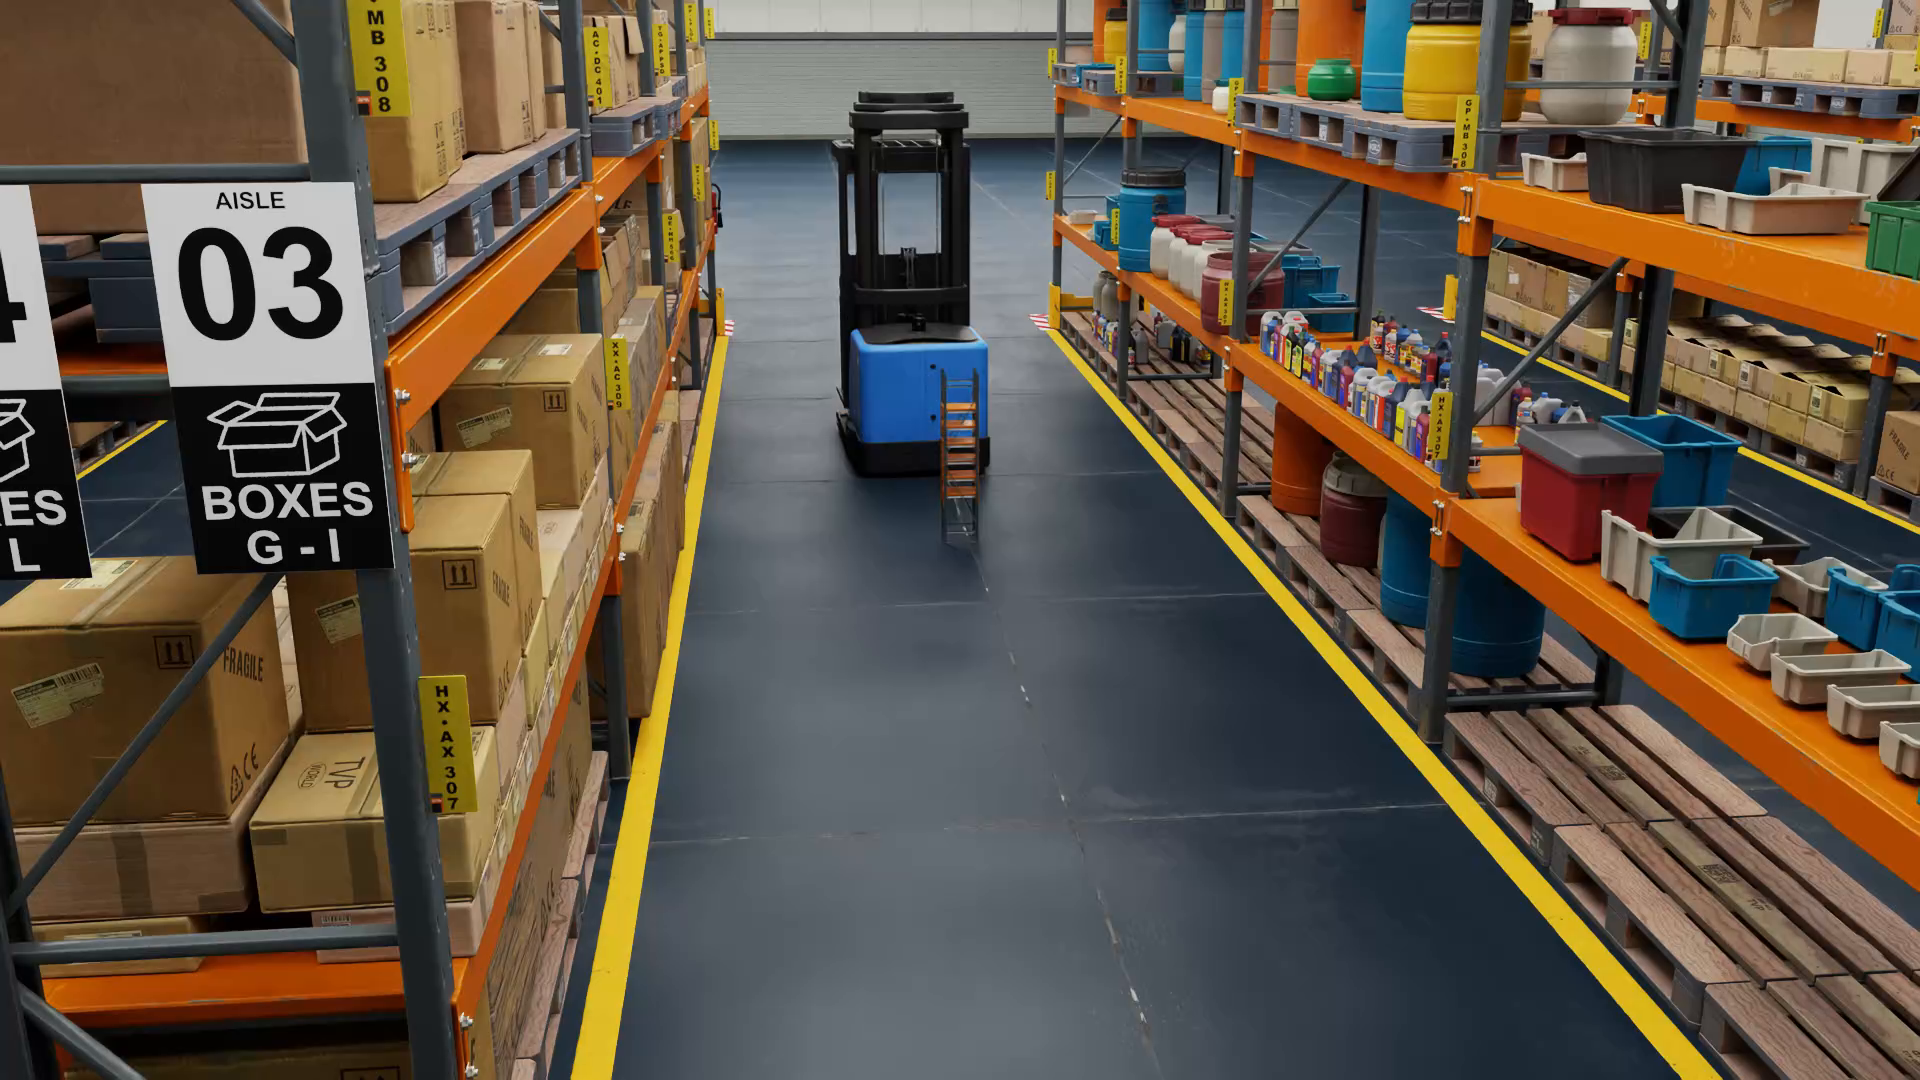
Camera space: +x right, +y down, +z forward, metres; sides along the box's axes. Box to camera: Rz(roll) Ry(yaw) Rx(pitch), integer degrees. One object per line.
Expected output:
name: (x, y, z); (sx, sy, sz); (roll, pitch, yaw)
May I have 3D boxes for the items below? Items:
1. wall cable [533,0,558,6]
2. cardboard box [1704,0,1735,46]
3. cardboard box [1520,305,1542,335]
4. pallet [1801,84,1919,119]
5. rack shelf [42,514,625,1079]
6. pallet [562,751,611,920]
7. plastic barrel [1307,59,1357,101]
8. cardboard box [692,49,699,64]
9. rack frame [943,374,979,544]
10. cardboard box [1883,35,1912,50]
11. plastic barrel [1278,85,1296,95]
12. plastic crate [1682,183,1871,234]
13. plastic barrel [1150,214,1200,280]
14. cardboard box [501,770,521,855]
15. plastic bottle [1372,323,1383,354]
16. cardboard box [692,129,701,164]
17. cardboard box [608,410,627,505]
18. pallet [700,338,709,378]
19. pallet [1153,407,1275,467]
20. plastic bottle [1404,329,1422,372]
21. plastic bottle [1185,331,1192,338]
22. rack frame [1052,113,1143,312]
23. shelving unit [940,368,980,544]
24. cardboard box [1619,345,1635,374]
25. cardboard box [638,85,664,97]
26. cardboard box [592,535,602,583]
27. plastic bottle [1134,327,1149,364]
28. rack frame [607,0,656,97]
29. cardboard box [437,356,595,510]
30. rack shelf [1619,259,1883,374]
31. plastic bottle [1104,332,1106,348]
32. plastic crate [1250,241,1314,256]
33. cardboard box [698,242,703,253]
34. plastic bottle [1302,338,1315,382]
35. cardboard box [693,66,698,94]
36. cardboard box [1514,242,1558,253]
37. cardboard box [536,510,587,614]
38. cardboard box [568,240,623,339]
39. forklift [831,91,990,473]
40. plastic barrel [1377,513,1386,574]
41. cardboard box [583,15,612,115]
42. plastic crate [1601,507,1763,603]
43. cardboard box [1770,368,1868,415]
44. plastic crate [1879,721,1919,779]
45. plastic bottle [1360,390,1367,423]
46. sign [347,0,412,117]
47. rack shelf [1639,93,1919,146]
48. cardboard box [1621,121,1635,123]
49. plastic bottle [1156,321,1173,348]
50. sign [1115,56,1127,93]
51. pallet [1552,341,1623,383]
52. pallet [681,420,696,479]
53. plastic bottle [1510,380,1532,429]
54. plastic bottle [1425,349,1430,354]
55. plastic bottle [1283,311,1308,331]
wall cable: (-11.584, -17.784, 47.622); (2.305, 6.003, 0.169); (-2, 18, -6)
cardboard box: (6.964, -4.696, 14.916); (0.500, 0.500, 0.500); (-2, 17, -5)
cardboard box: (6.514, -2.430, 18.297); (0.500, 0.250, 0.500); (-2, 18, -6)
pallet: (7.193, -3.312, 12.525); (1.213, 0.211, 1.003); (-1, 17, -3)
rack shelf: (-1.883, 0.665, 5.753); (1.077, 0.370, 4.000); (-2, 18, -6)
pallet: (-2.089, 1.285, 7.232); (1.003, 0.211, 1.213); (-2, 18, -6)
plastic barrel: (2.305, -2.854, 10.310); (0.294, 0.245, 0.294); (0, 17, 0)
cardboard box: (-2.861, -4.939, 16.977); (0.380, 0.149, 0.250); (-3, 18, -8)
rack frame: (0.008, -0.550, 11.424); (0.240, 1.200, 0.006); (-2, 18, -6)
cardboard box: (11.240, -5.690, 19.585); (0.500, 0.500, 0.500); (-1, 17, -4)
plastic barrel: (2.348, -3.048, 11.630); (0.294, 0.245, 0.294); (0, 17, 0)
plastic crate: (2.790, -1.149, 5.762); (0.437, 0.136, 0.530); (-2, 18, -6)
plastic barrel: (1.893, -2.584, 14.673); (0.433, 0.535, 0.433); (0, 17, 0)
cardboard box: (-1.440, 0.768, 4.641); (0.380, 0.149, 0.250); (-2, 18, -7)
plastic bottle: (2.884, -1.382, 11.403); (0.097, 0.201, 0.097); (0, 17, 0)
cardboard box: (-2.812, -3.764, 16.327); (0.500, 0.500, 0.500); (-2, 18, -6)
cardboard box: (-1.888, -0.467, 7.990); (0.500, 0.500, 0.500); (-2, 18, -5)
pallet: (-3.148, -1.891, 17.347); (1.003, 0.211, 1.213); (-2, 18, -6)
pallet: (2.261, -0.883, 14.139); (1.003, 0.211, 1.213); (-2, 18, -6)
plastic bottle: (2.948, -1.231, 10.804); (0.097, 0.271, 0.097); (0, 17, 0)
plastic bottle: (2.342, -2.010, 16.761); (0.144, 0.351, 0.185); (-1, 17, -4)
rack frame: (1.600, -4.003, 19.419); (1.000, 3.000, 0.127); (-2, 18, -6)
shelving unit: (-0.002, -0.577, 11.511); (0.258, 1.200, 0.189); (-2, 18, -6)
cardboard box: (6.735, -1.724, 16.049); (0.500, 0.250, 0.500); (-2, 18, -7)
cardboard box: (-2.297, -2.974, 11.384); (0.500, 0.250, 0.500); (-1, 17, -5)
cardboard box: (-1.679, 0.079, 6.836); (0.380, 0.149, 0.250); (-2, 18, -7)
plastic bottle: (1.802, -1.944, 16.551); (0.144, 0.351, 0.185); (-2, 18, -6)
rack frame: (-2.502, -4.328, 10.441); (1.000, 3.000, 0.127); (-2, 18, -6)
cardboard box: (-1.728, -0.425, 6.523); (0.500, 0.500, 0.500); (-2, 18, -5)
rack shelf: (7.146, -2.024, 14.317); (1.077, 0.370, 4.000); (-2, 18, -6)
plastic bottle: (1.554, -2.105, 17.312); (0.097, 0.201, 0.097); (0, 17, 0)
plastic crate: (2.562, -2.141, 13.381); (0.402, 0.464, 0.583); (-2, 18, -6)
cardboard box: (-2.724, -2.910, 16.357); (0.380, 0.149, 0.250); (-2, 18, -6)
plastic bottle: (2.218, -1.137, 10.506); (0.097, 0.271, 0.097); (0, 17, 0)
cardboard box: (-2.806, -4.465, 16.135); (0.500, 0.250, 0.500); (-2, 18, -8)
cardboard box: (6.878, -3.250, 19.660); (0.500, 0.500, 0.500); (-2, 18, -6)
cardboard box: (-1.674, 0.085, 6.153); (0.500, 0.250, 0.500); (-1, 17, -5)
cardboard box: (-2.302, -1.380, 9.224); (0.797, 0.503, 0.637); (-1, 17, -4)
forklift: (-0.498, -2.329, 14.203); (1.130, 2.935, 3.031); (-3, 18, -8)
plastic barrel: (2.756, 0.015, 10.075); (0.421, 0.512, 0.421); (0, 17, 0)
cardboard box: (-2.270, -2.539, 8.875); (0.797, 0.503, 0.637); (-2, 18, -6)
plastic crate: (2.812, 0.061, 6.572); (0.437, 0.282, 0.530); (-2, 18, -6)
cardboard box: (6.993, -1.230, 13.541); (0.500, 0.311, 0.500); (-2, 18, -6)
plastic crate: (2.986, 0.624, 5.022); (0.396, 0.136, 0.243); (-2, 18, -6)
plastic bottle: (2.332, -0.773, 9.463); (0.097, 0.201, 0.097); (0, 17, 0)
sign: (-1.124, -0.984, 3.204); (0.100, 0.325, 0.005); (-2, 18, -6)
rack shelf: (7.146, -3.455, 13.867); (1.077, 0.370, 4.000); (-2, 18, -6)
cardboard box: (6.732, -4.210, 17.747); (0.700, 0.500, 0.500); (-2, 18, -6)
plastic bottle: (2.134, -2.146, 17.316); (0.152, 0.276, 0.135); (-2, 18, -6)
sign: (1.464, -4.233, 15.129); (0.100, 0.325, 0.005); (-2, 18, -6)
pallet: (6.899, -1.871, 17.283); (1.003, 0.211, 1.213); (-2, 18, -6)
pallet: (-2.704, -0.731, 13.654); (1.003, 0.211, 1.213); (-2, 18, -6)
plastic bottle: (3.132, -0.759, 9.281); (0.061, 0.283, 0.133); (-2, 18, -6)
plastic bottle: (2.979, -1.110, 10.538); (0.097, 0.201, 0.097); (0, 17, 0)
plastic bottle: (2.299, -1.426, 11.418); (0.152, 0.276, 0.135); (-2, 18, -6)
